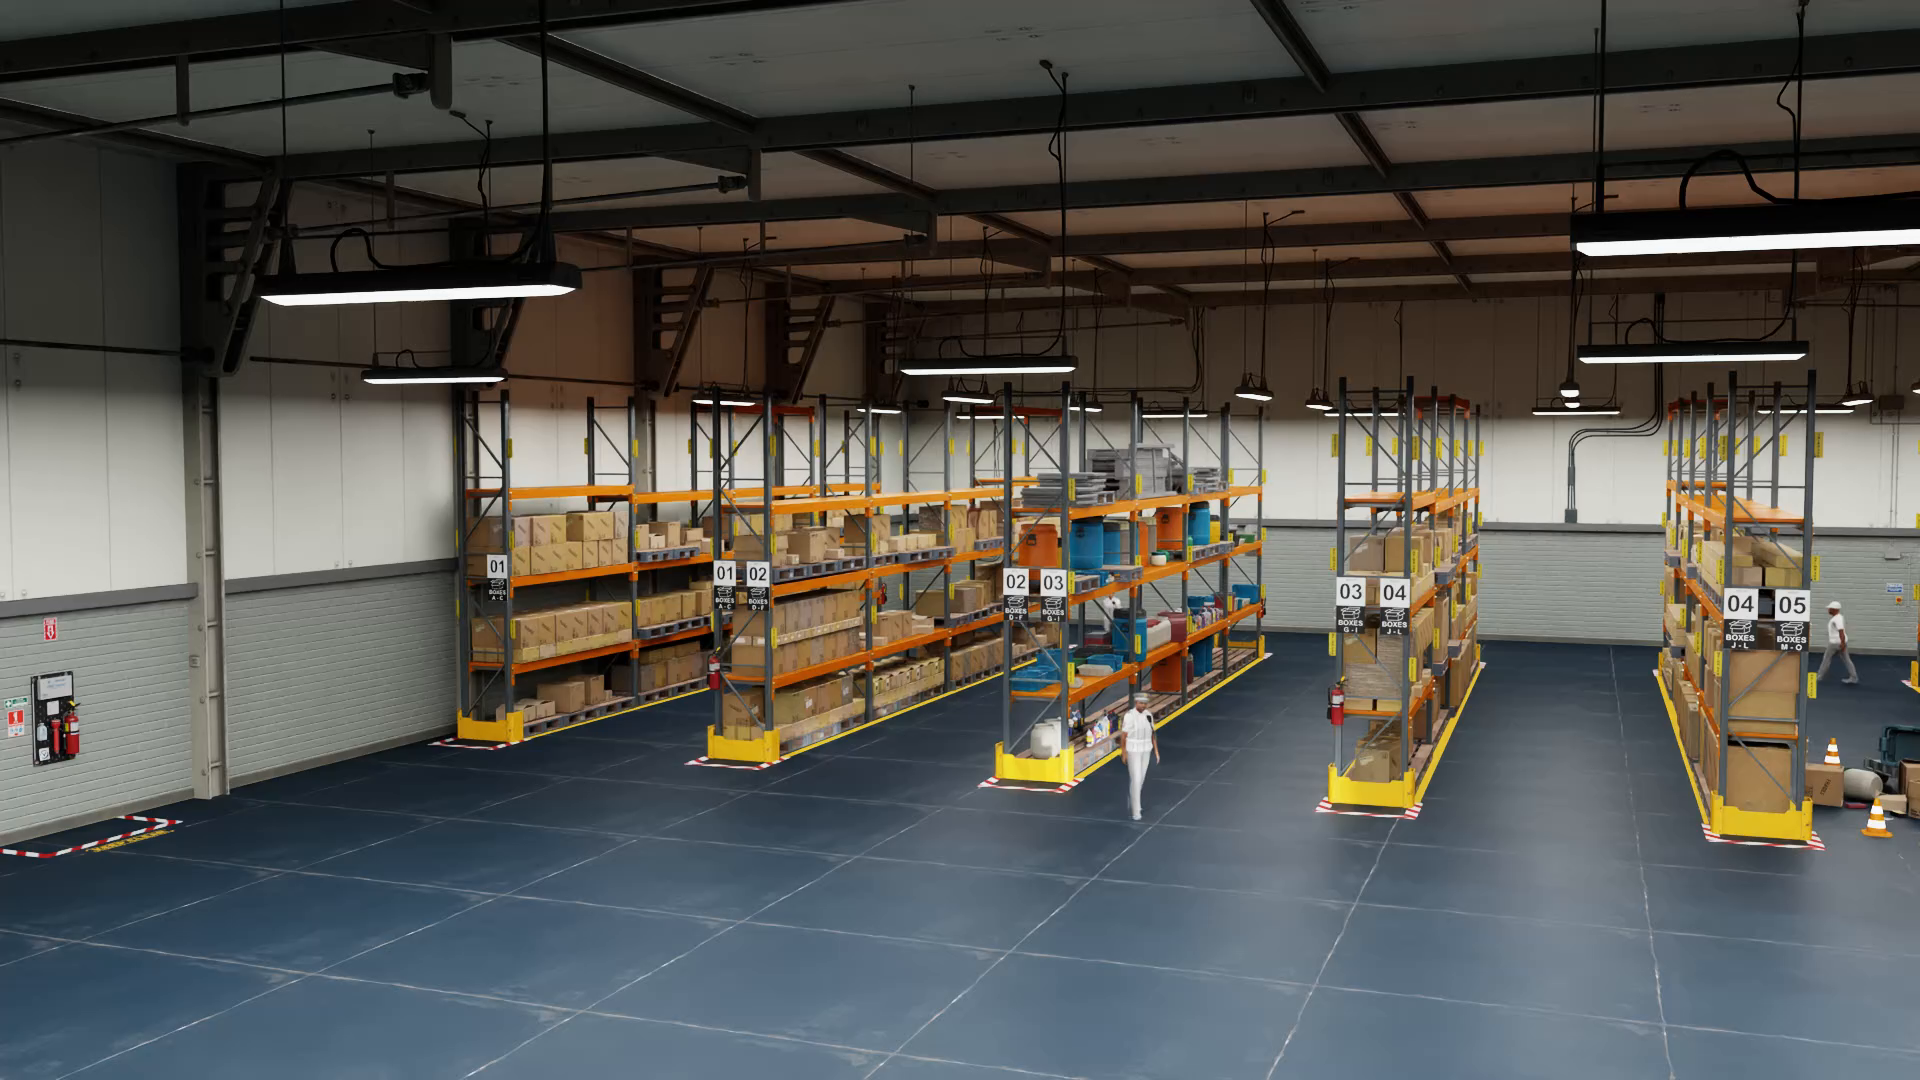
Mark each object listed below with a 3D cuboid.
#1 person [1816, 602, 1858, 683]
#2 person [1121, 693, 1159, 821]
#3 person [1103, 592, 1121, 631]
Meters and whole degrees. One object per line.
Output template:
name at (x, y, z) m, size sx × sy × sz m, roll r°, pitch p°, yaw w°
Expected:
person at (18.663, 2.166, 35.472) m, size 0.555 × 1.699 × 0.983 m, roll -3°, pitch 4°, yaw -42°
person at (2.446, 2.940, 22.709) m, size 0.501 × 1.730 × 0.623 m, roll -2°, pitch 4°, yaw -32°
person at (3.717, 1.947, 40.348) m, size 0.486 × 1.635 × 0.872 m, roll 1°, pitch 3°, yaw 18°
